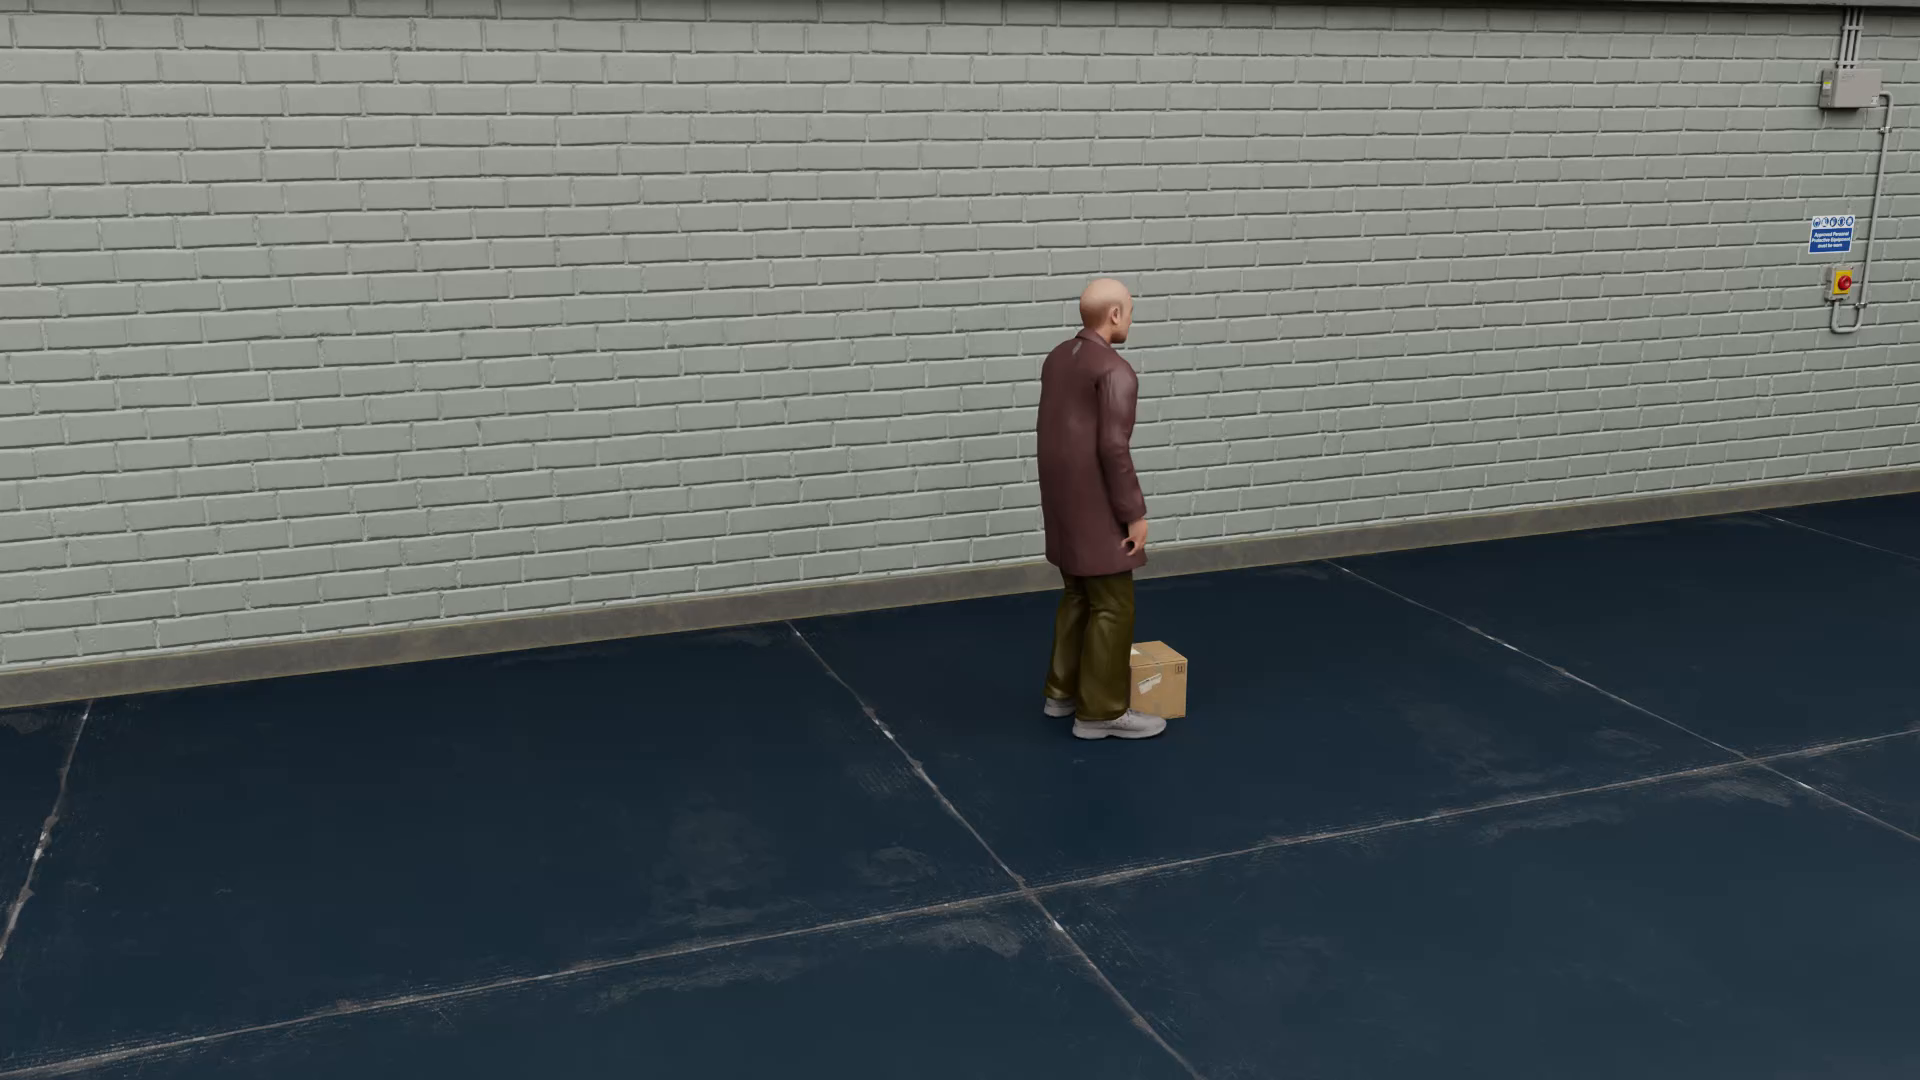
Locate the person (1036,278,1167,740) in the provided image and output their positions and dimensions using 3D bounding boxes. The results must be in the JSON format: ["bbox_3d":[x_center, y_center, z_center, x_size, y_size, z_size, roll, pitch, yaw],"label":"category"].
[{"bbox_3d":[0.524,-0.133,6.535,0.424,1.773,0.653,-7,17,-23],"label":"person"}]
